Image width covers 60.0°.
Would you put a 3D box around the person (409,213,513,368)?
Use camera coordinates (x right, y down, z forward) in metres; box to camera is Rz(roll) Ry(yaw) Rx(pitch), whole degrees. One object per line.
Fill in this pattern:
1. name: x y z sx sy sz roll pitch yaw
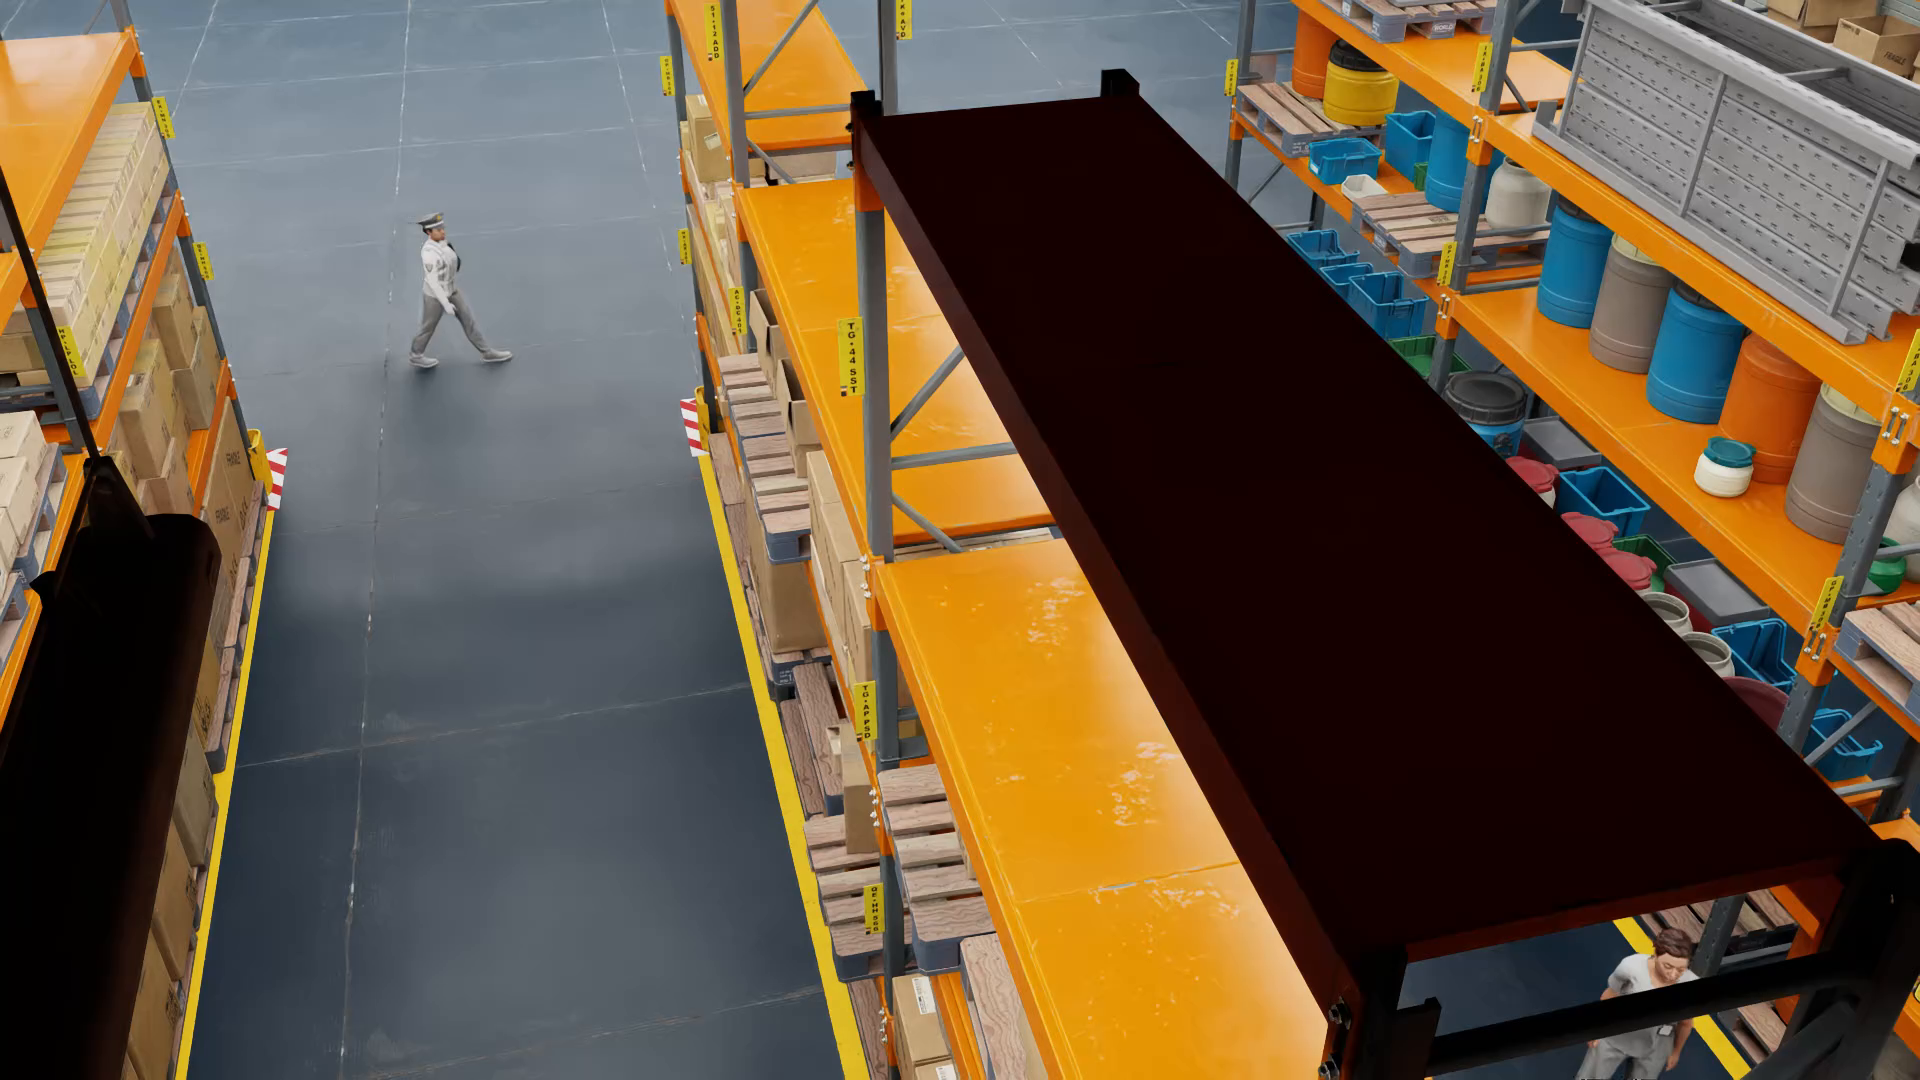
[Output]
1. person: -4.984 -2.421 16.146 1.001 1.610 0.539 0 34 1

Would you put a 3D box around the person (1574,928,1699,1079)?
1. person: 3.577 2.617 8.803 0.480 1.673 0.491 12 36 17
